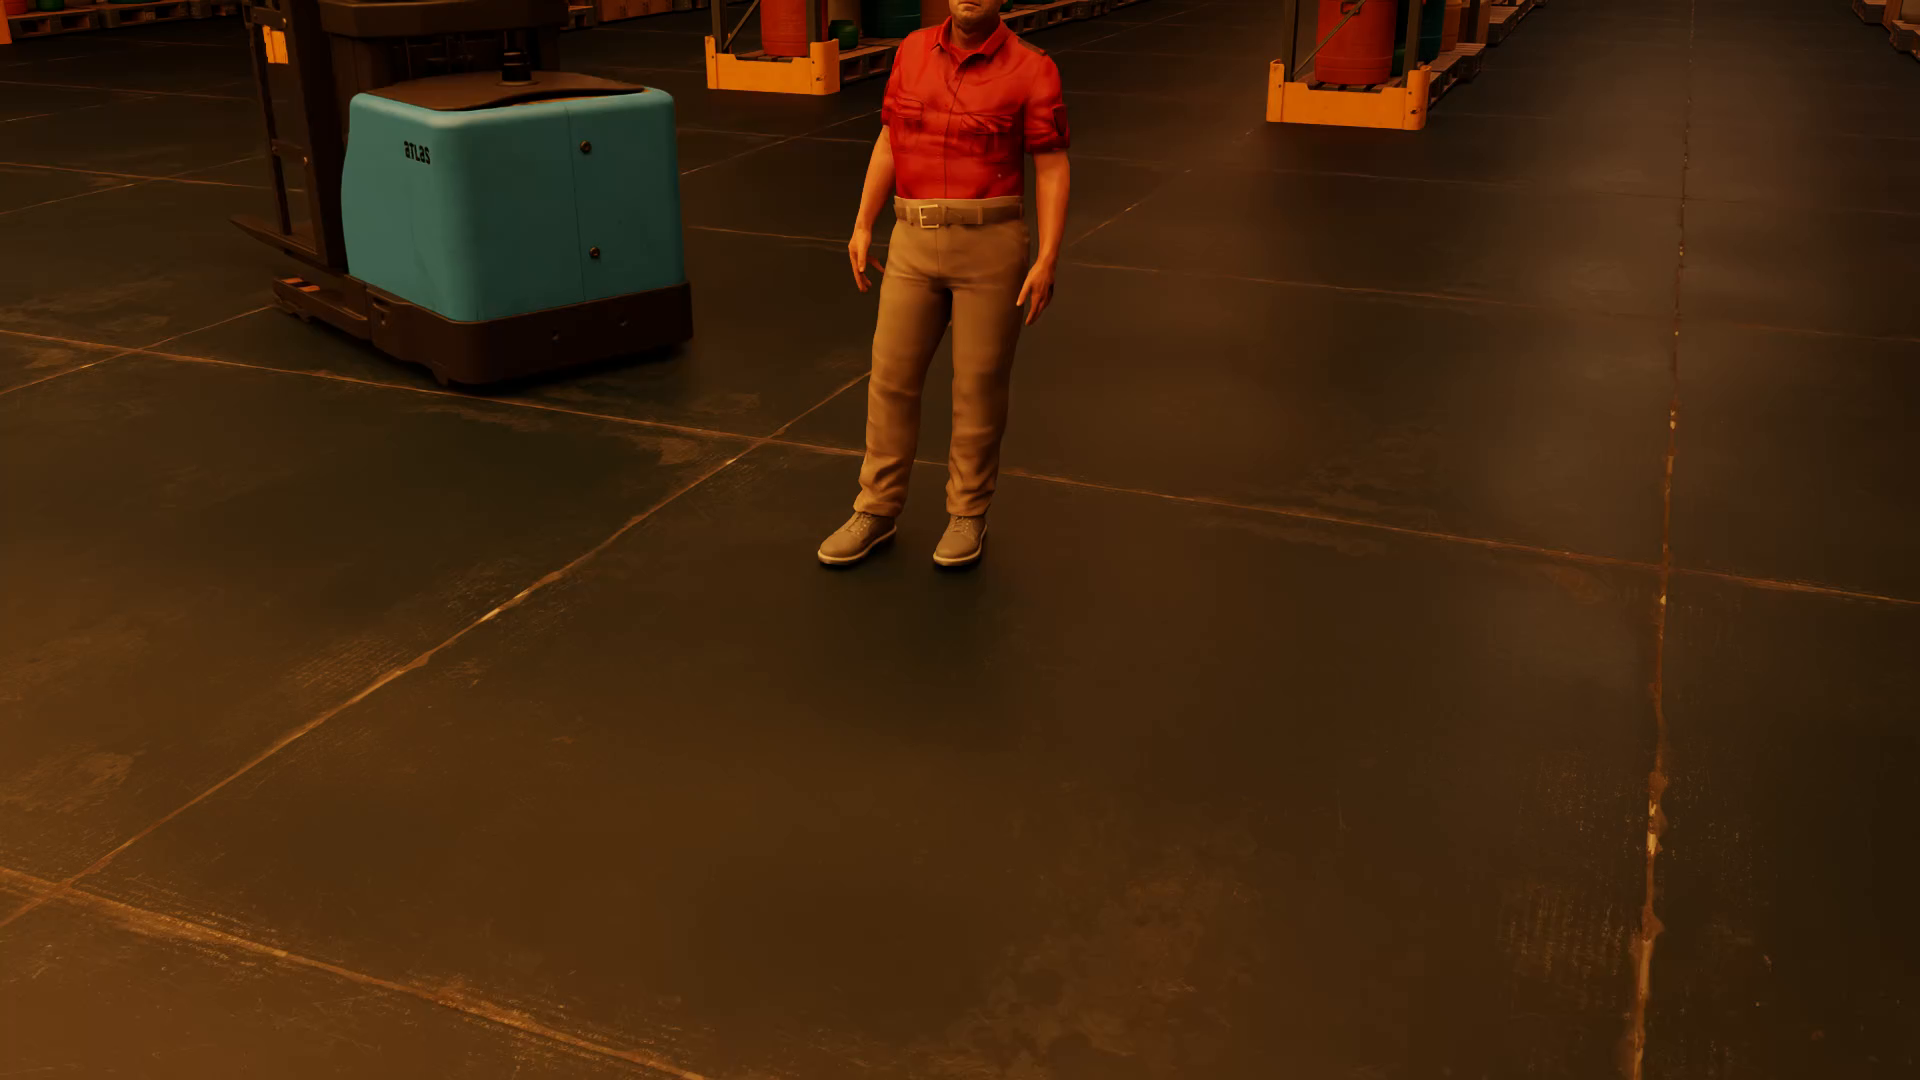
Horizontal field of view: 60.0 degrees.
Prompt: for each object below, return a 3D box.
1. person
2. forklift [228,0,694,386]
[{"bbox_3d":[-0.046,-0.774,4.685,0.640,1.727,0.551,9,24,21],"label":"person"},{"bbox_3d":[-2.461,-2.432,7.111,1.130,2.935,3.031,-19,29,-38],"label":"forklift"}]
